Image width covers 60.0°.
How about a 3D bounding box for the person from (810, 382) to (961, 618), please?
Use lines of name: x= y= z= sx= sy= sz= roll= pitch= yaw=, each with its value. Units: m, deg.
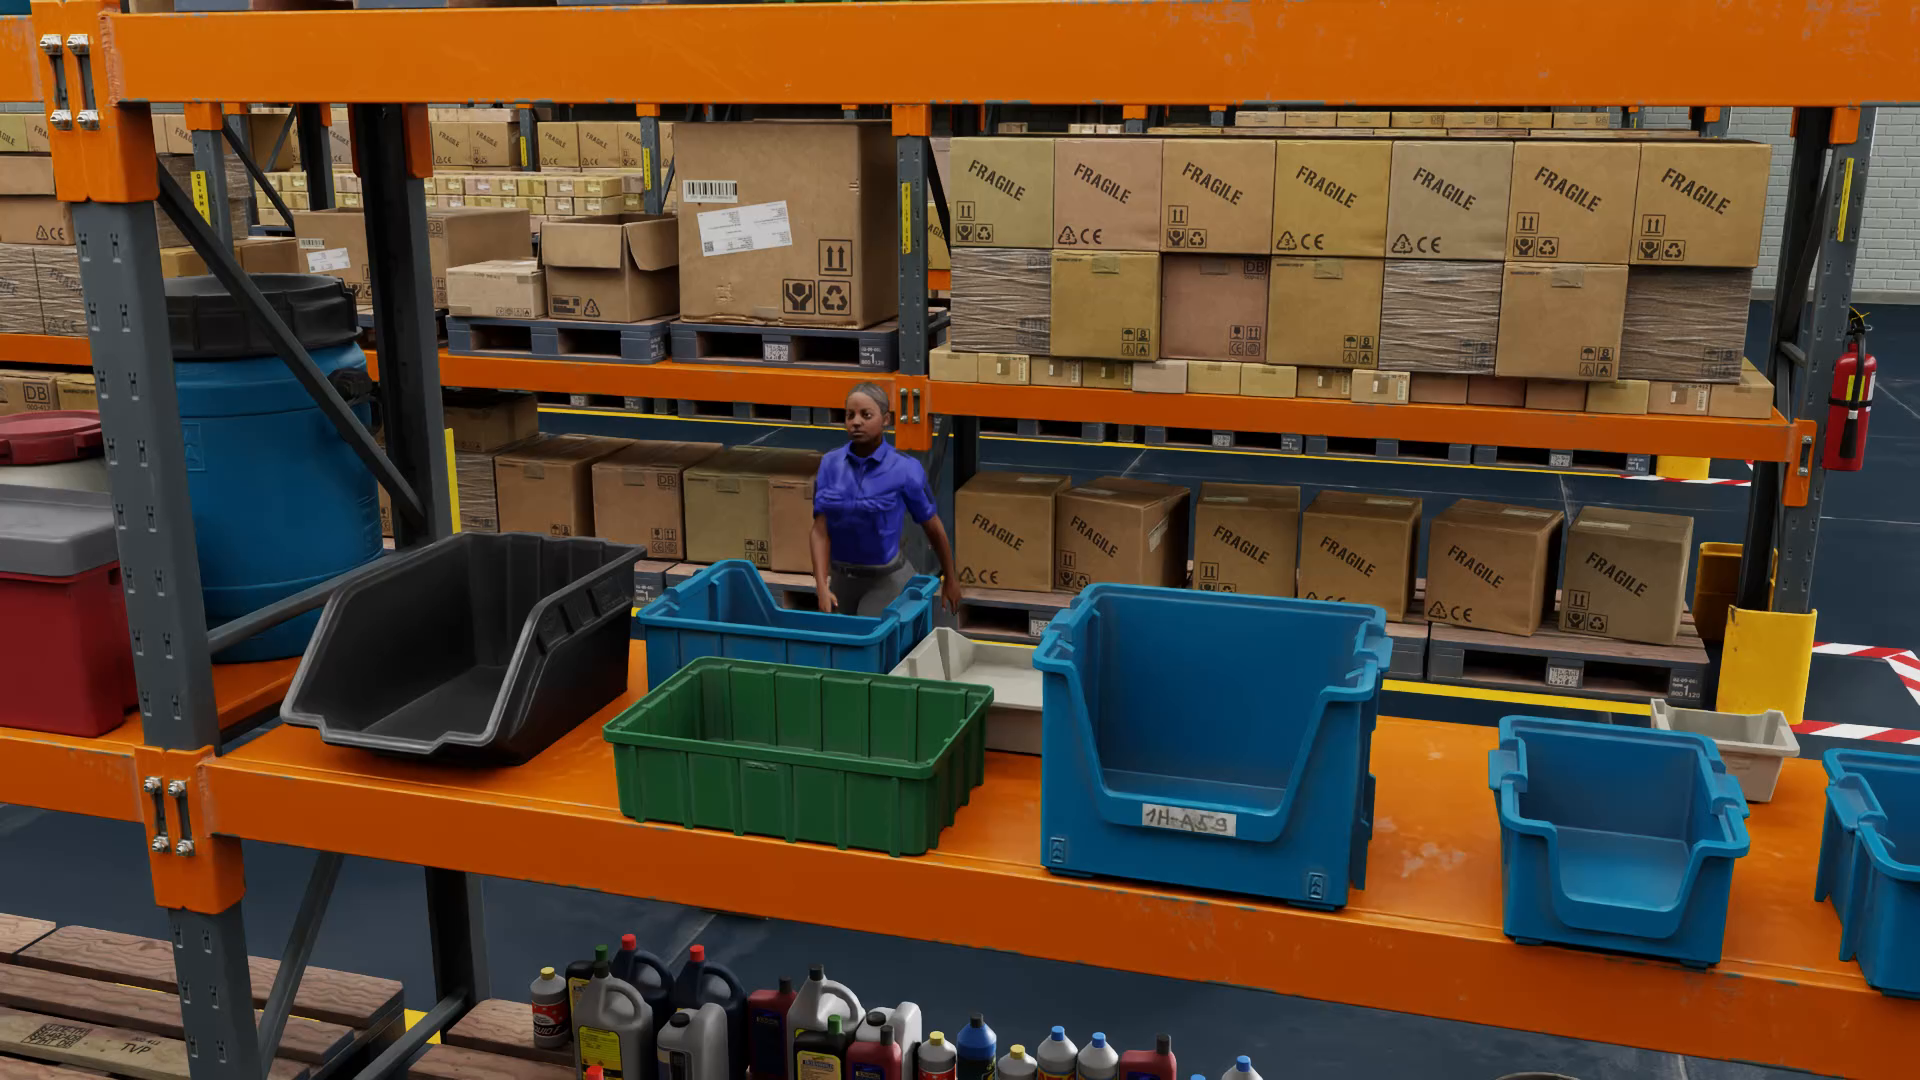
person: x=-0.314 y=0.181 z=6.395 sx=0.435 sy=1.597 sz=0.985 roll=9 pitch=18 yaw=31
